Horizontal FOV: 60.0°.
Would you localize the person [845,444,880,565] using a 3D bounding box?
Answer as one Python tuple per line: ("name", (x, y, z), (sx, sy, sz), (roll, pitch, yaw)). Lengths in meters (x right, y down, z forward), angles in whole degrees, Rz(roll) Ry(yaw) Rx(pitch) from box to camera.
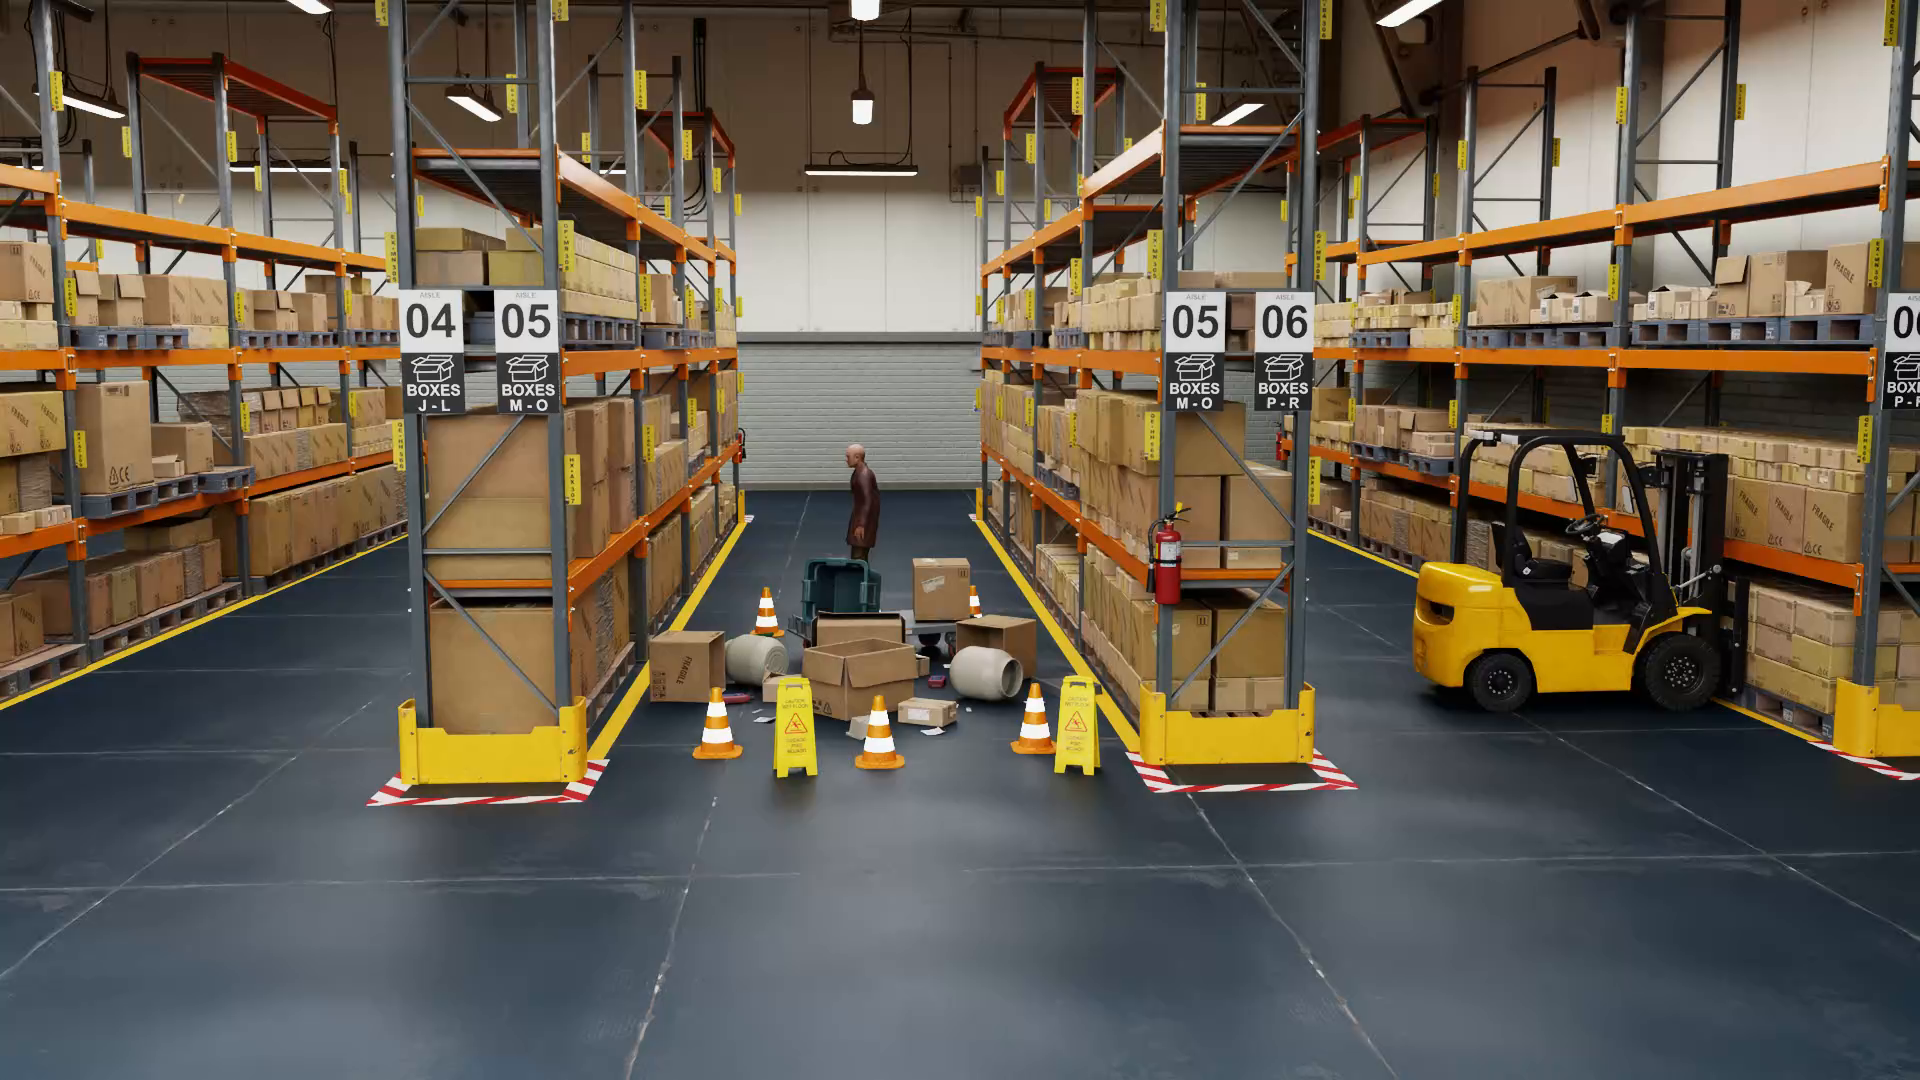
("person", (-1.088, -0.163, 18.191), (0.428, 1.773, 0.650), (-1, 7, -7))
